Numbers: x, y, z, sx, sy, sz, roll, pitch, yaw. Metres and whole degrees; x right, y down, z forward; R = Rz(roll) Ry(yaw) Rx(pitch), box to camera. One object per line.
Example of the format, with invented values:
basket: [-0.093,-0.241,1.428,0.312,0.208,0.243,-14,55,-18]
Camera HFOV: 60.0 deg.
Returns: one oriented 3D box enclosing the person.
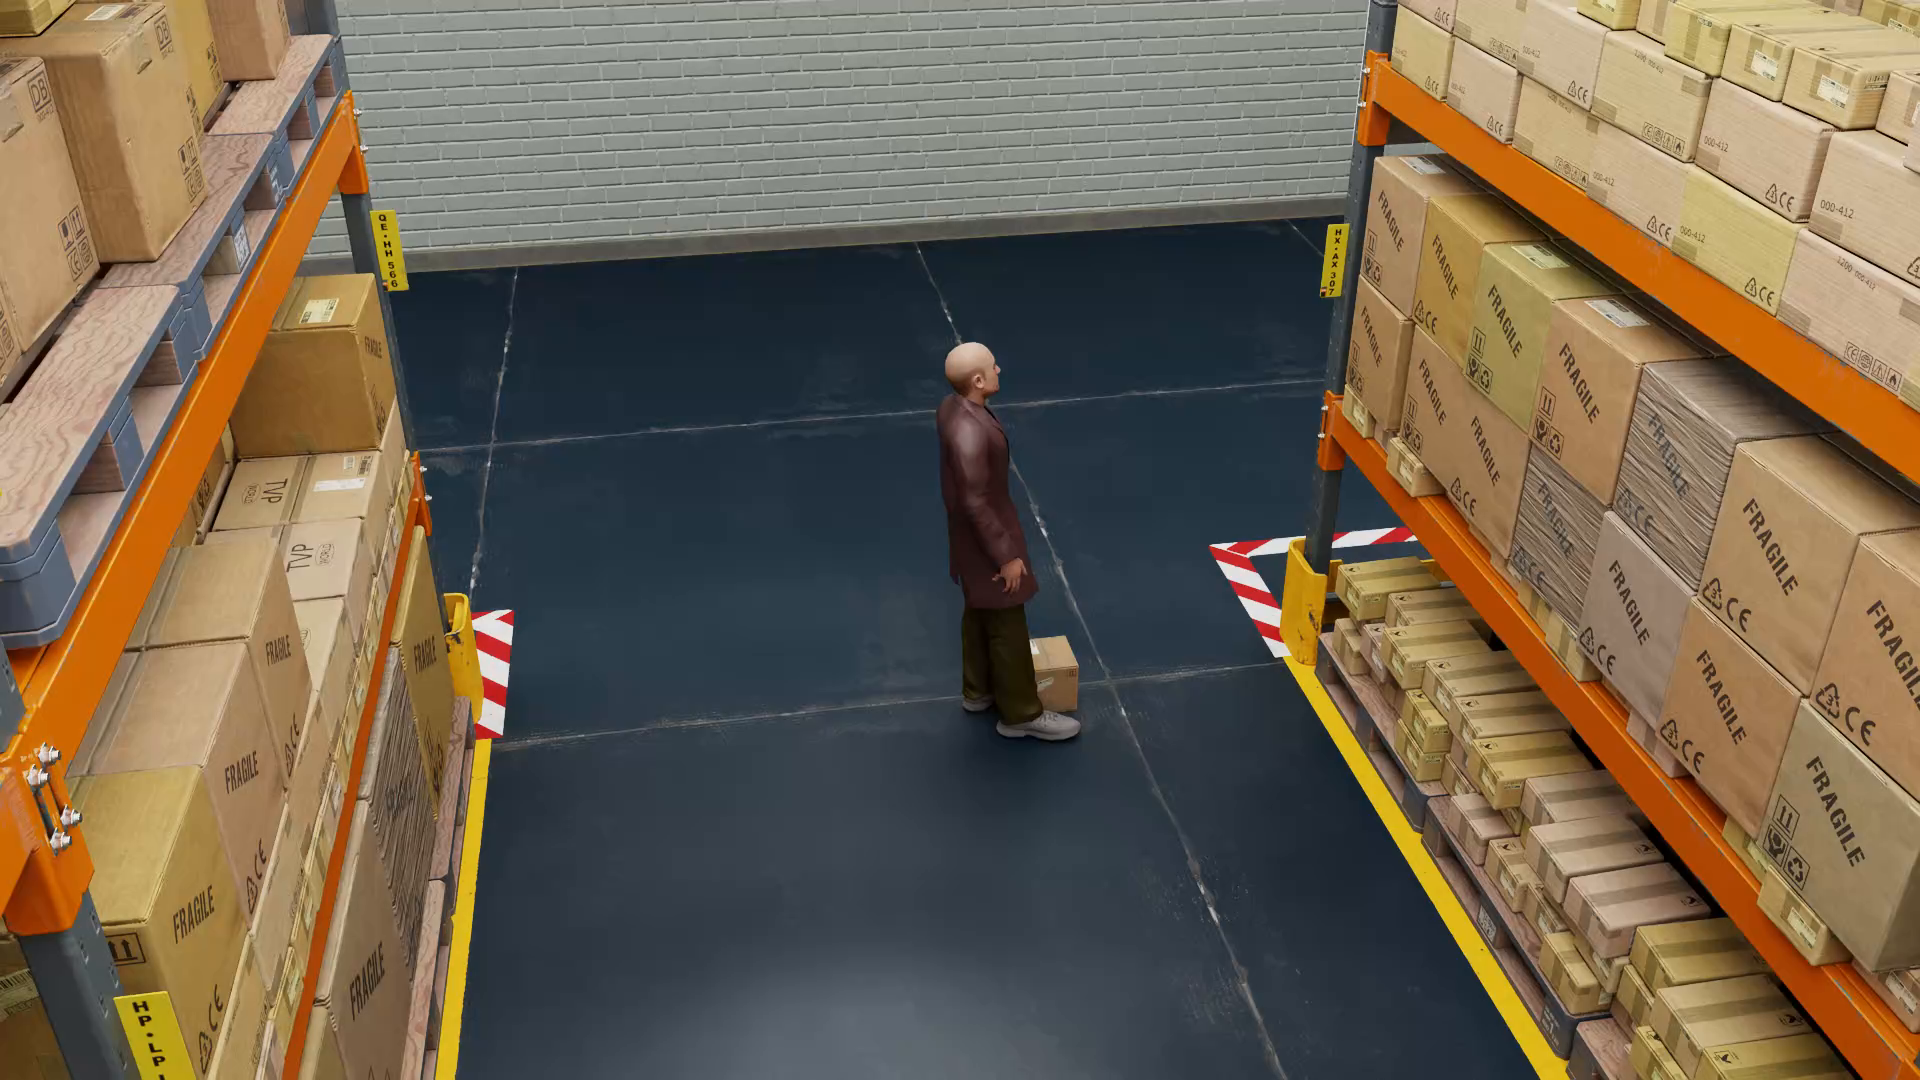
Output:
person: [0.202,-0.017,7.156,0.581,1.776,0.697,-5,31,-9]
